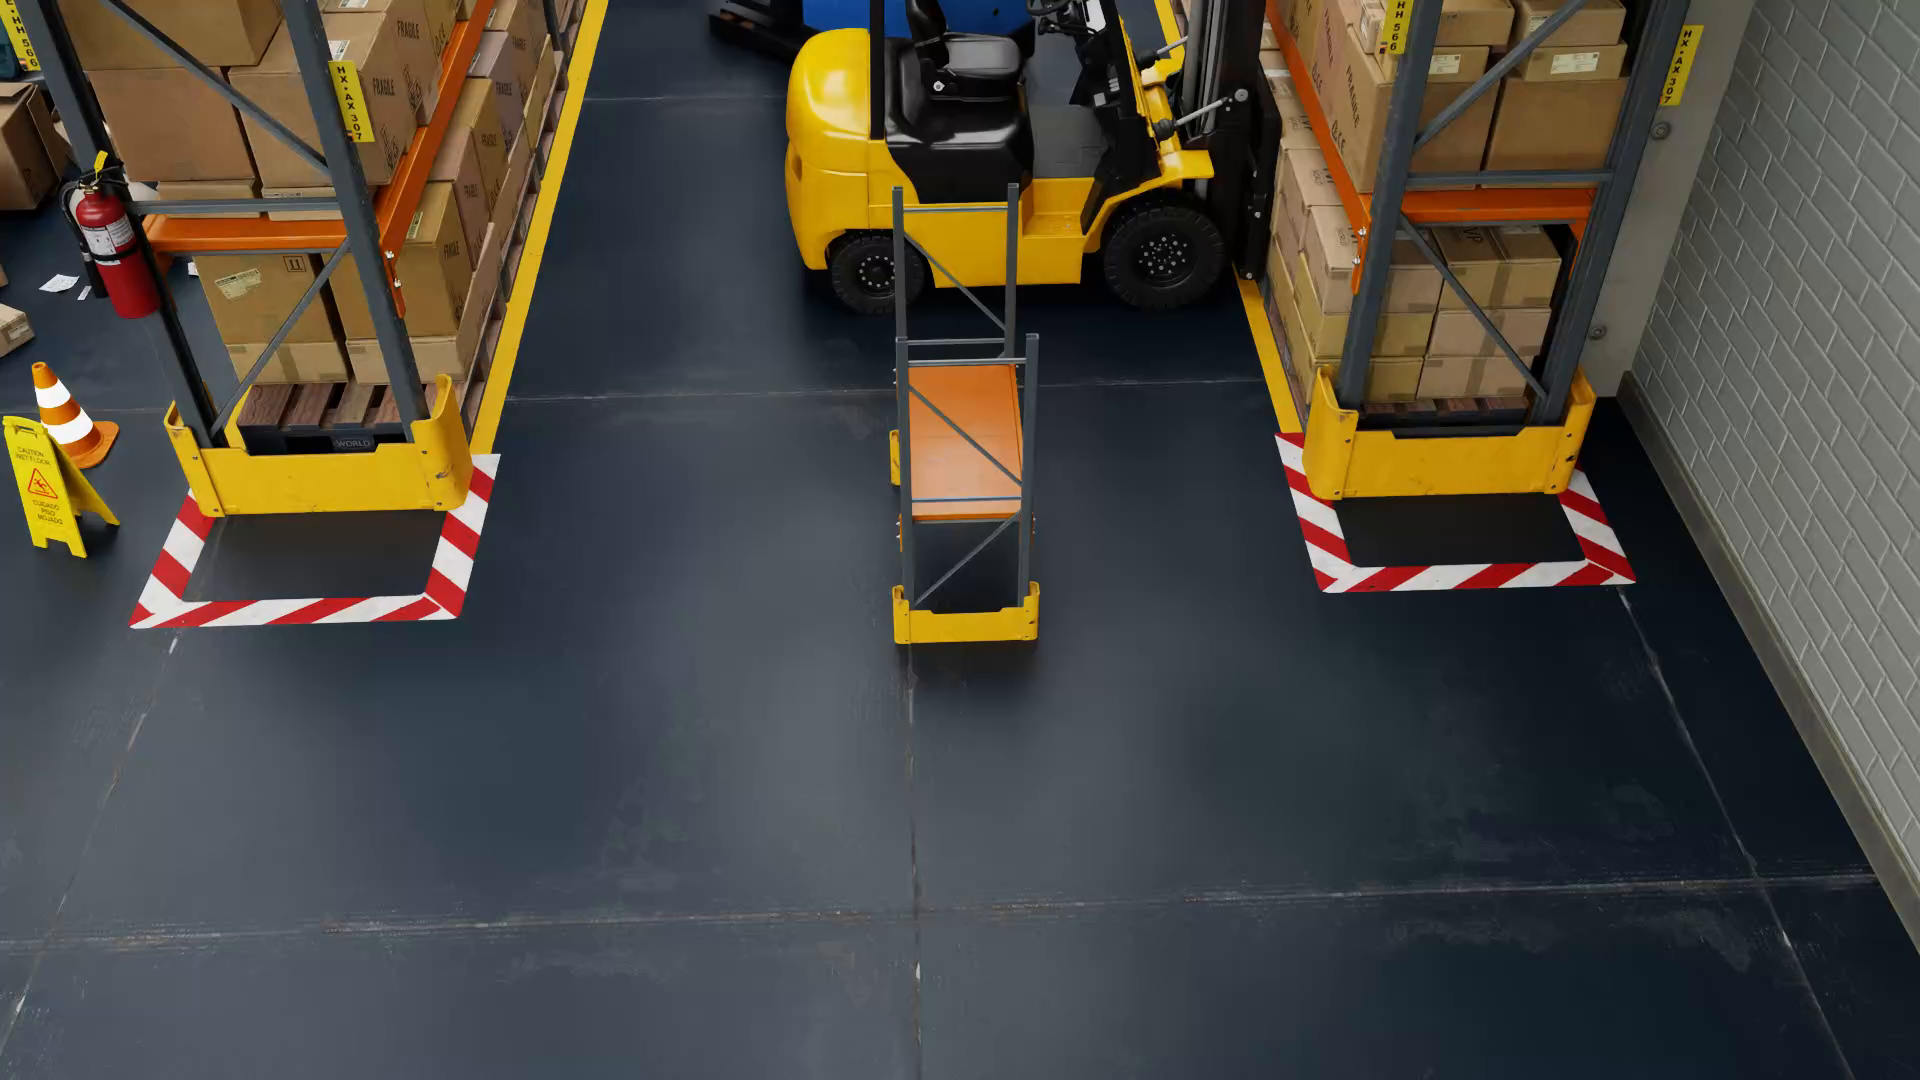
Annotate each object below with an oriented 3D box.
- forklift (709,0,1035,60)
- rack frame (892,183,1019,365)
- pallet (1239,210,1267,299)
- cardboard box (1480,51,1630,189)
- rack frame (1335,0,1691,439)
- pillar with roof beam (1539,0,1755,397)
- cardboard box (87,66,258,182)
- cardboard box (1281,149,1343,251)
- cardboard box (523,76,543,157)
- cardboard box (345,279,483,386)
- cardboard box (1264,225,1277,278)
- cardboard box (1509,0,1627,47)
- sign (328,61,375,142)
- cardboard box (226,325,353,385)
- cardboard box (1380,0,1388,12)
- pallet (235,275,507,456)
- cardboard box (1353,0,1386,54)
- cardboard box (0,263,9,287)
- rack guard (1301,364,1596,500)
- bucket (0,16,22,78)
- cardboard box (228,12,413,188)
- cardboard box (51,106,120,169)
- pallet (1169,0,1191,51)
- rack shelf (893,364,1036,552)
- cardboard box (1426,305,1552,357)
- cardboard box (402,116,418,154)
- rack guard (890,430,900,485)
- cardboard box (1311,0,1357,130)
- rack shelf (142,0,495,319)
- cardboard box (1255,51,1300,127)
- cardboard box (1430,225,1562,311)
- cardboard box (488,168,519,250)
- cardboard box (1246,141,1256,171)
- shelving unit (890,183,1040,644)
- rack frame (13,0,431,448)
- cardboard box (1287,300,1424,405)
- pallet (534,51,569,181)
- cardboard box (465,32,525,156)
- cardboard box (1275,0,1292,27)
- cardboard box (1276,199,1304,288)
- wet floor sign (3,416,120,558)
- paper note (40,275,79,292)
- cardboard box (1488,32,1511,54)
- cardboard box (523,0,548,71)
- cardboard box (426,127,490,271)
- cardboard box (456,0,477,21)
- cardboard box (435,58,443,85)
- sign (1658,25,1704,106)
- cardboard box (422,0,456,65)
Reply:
[{"bbox_3d":[-0.991,-4.494,9.984,3.031,2.935,1.130,29,50,28],"label":"forklift"},{"bbox_3d":[-0.018,-0.838,7.055,0.500,1.500,0.032,-2,43,-2],"label":"rack frame"},{"bbox_3d":[2.037,-1.742,8.994,1.003,0.211,1.213,-2,43,-2],"label":"pallet"},{"bbox_3d":[2.416,-1.812,6.933,0.500,0.500,0.500,0,43,0],"label":"cardboard box"},{"bbox_3d":[2.160,-1.433,6.593,1.000,3.000,0.127,-2,43,-2],"label":"rack frame"},{"bbox_3d":[-1.270,-4.017,4.972,9.100,9.000,0.400,-2,43,-2],"label":"pillar with roof beam"},{"bbox_3d":[-3.097,-1.793,6.692,0.500,0.500,0.500,-2,43,-3],"label":"cardboard box"},{"bbox_3d":[1.801,-1.589,7.748,0.500,0.250,0.500,-1,43,-1],"label":"cardboard box"},{"bbox_3d":[-2.643,-2.379,9.349,0.500,0.250,0.500,-3,43,-3],"label":"cardboard box"},{"bbox_3d":[-2.557,-0.981,7.825,0.500,0.250,0.500,-2,43,-2],"label":"cardboard box"},{"bbox_3d":[1.800,-1.556,8.452,0.500,0.250,0.500,-1,43,-1],"label":"cardboard box"},{"bbox_3d":[2.359,-2.051,6.494,0.380,0.149,0.250,-2,43,-3],"label":"cardboard box"},{"bbox_3d":[-2.257,-1.623,6.160,0.100,0.325,0.005,-2,43,-2],"label":"sign"},{"bbox_3d":[-3.103,-0.983,7.827,0.500,0.250,0.500,-2,43,-2],"label":"cardboard box"},{"bbox_3d":[1.893,-2.220,6.678,0.380,0.149,0.250,-2,43,-2],"label":"cardboard box"},{"bbox_3d":[-2.801,-0.861,8.033,1.003,0.211,1.213,-2,43,-2],"label":"pallet"},{"bbox_3d":[1.825,-2.106,6.774,0.380,0.149,0.250,-1,43,-1],"label":"cardboard box"},{"bbox_3d":[-5.403,-1.481,8.493,0.797,0.503,0.637,-32,51,-30],"label":"cardboard box"},{"bbox_3d":[2.161,-0.495,7.420,1.175,0.500,0.348,-2,43,-2],"label":"rack guard"},{"bbox_3d":[-5.601,-3.106,9.716,0.726,0.611,0.620,12,34,13],"label":"bucket"},{"bbox_3d":[-2.542,-1.762,6.658,0.500,0.500,0.500,-2,43,-2],"label":"cardboard box"},{"bbox_3d":[-5.079,-2.369,9.638,0.258,0.266,0.396,-32,51,-30],"label":"cardboard box"},{"bbox_3d":[1.920,-3.601,11.023,1.003,0.211,1.213,-2,43,-2],"label":"pallet"},{"bbox_3d":[0.004,-0.363,6.802,0.538,0.185,1.000,-2,43,-2],"label":"rack shelf"},{"bbox_3d":[2.348,-1.082,7.564,0.500,0.250,0.500,-1,43,-1],"label":"cardboard box"},{"bbox_3d":[-2.562,-1.782,7.160,0.380,0.149,0.250,-3,43,-3],"label":"cardboard box"},{"bbox_3d":[-0.018,-0.377,7.476,0.587,0.250,0.087,-2,43,-2],"label":"rack guard"},{"bbox_3d":[1.864,-2.145,7.296,0.500,0.500,0.500,0,43,0],"label":"cardboard box"},{"bbox_3d":[-2.884,-2.373,8.151,1.077,0.370,4.000,-2,43,-2],"label":"rack shelf"},{"bbox_3d":[1.756,-2.272,8.493,0.500,0.250,0.500,-2,43,-3],"label":"cardboard box"},{"bbox_3d":[2.329,-1.272,7.402,0.500,0.250,0.500,-2,43,-2],"label":"cardboard box"},{"bbox_3d":[-2.607,-1.694,8.603,0.500,0.250,0.500,1,43,1],"label":"cardboard box"},{"bbox_3d":[1.756,-2.103,8.678,0.500,0.250,0.500,-2,43,-2],"label":"cardboard box"},{"bbox_3d":[0.003,-0.501,6.687,0.587,1.500,1.083,-2,43,-2],"label":"shelving unit"},{"bbox_3d":[-2.799,-1.288,6.435,1.000,3.000,0.127,-2,43,-2],"label":"rack frame"},{"bbox_3d":[1.824,-0.882,7.717,0.500,0.250,0.500,-1,43,-1],"label":"cardboard box"},{"bbox_3d":[-2.905,-2.508,9.830,1.003,0.211,1.213,-2,43,-2],"label":"pallet"},{"bbox_3d":[-2.630,-2.326,8.737,0.500,0.500,0.500,0,43,0],"label":"cardboard box"},{"bbox_3d":[1.810,-2.830,8.043,0.500,0.500,0.500,-1,43,-2],"label":"cardboard box"},{"bbox_3d":[1.816,-1.417,7.930,0.500,0.250,0.500,-2,43,-2],"label":"cardboard box"},{"bbox_3d":[-3.860,-0.261,7.057,0.267,0.644,0.232,12,44,13],"label":"wet floor sign"},{"bbox_3d":[-4.714,-1.348,8.706,0.148,0.019,0.142,12,44,13],"label":"paper note"},{"bbox_3d":[2.331,-2.110,6.778,0.380,0.149,0.250,-2,43,-2],"label":"cardboard box"},{"bbox_3d":[-2.676,-3.014,9.487,0.500,0.500,0.500,-2,43,-2],"label":"cardboard box"},{"bbox_3d":[-2.585,-1.627,7.974,0.500,0.500,0.500,-3,43,-3],"label":"cardboard box"},{"bbox_3d":[-2.576,-2.655,8.113,0.380,0.149,0.250,-1,43,-1],"label":"cardboard box"},{"bbox_3d":[-2.571,-2.128,7.538,0.380,0.149,0.250,-1,43,-1],"label":"cardboard box"},{"bbox_3d":[2.715,-1.793,6.287,0.100,0.325,0.005,-2,43,-2],"label":"sign"},{"bbox_3d":[-2.590,-2.456,7.415,0.500,0.500,0.500,-2,43,-3],"label":"cardboard box"}]
